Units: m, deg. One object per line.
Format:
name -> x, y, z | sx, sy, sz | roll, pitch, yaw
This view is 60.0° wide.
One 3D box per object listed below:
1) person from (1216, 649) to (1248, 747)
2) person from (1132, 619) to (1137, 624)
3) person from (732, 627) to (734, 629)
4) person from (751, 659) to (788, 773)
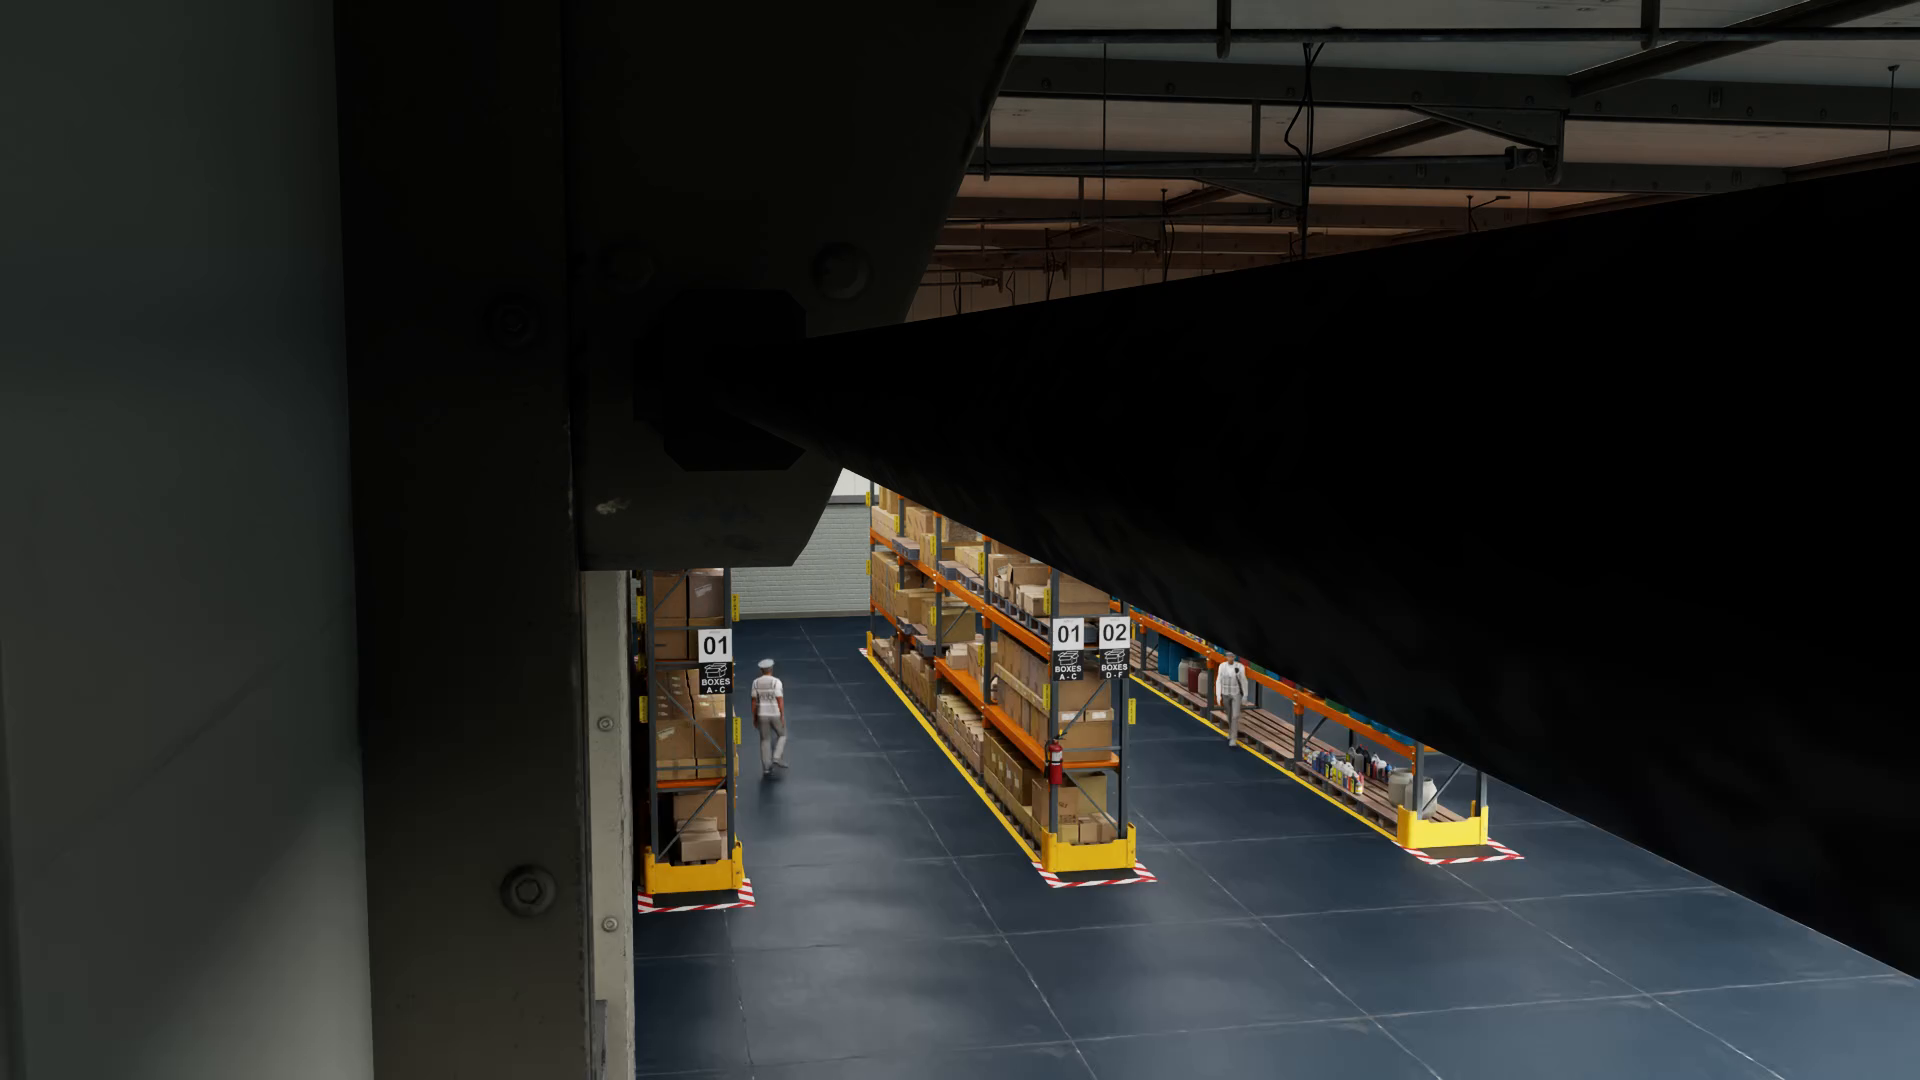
person -> 4.519, 2.601, 27.766 | 0.505, 1.624, 0.992 | 3, 7, 26
person -> 4.331, 1.177, 40.858 | 0.590, 1.753, 0.872 | 5, 8, 38
person -> -5.931, 1.309, 39.998 | 1.098, 1.715, 0.543 | 1, 6, 10
person -> -2.968, 2.738, 25.940 | 0.588, 1.762, 0.491 | 1, 6, 5
